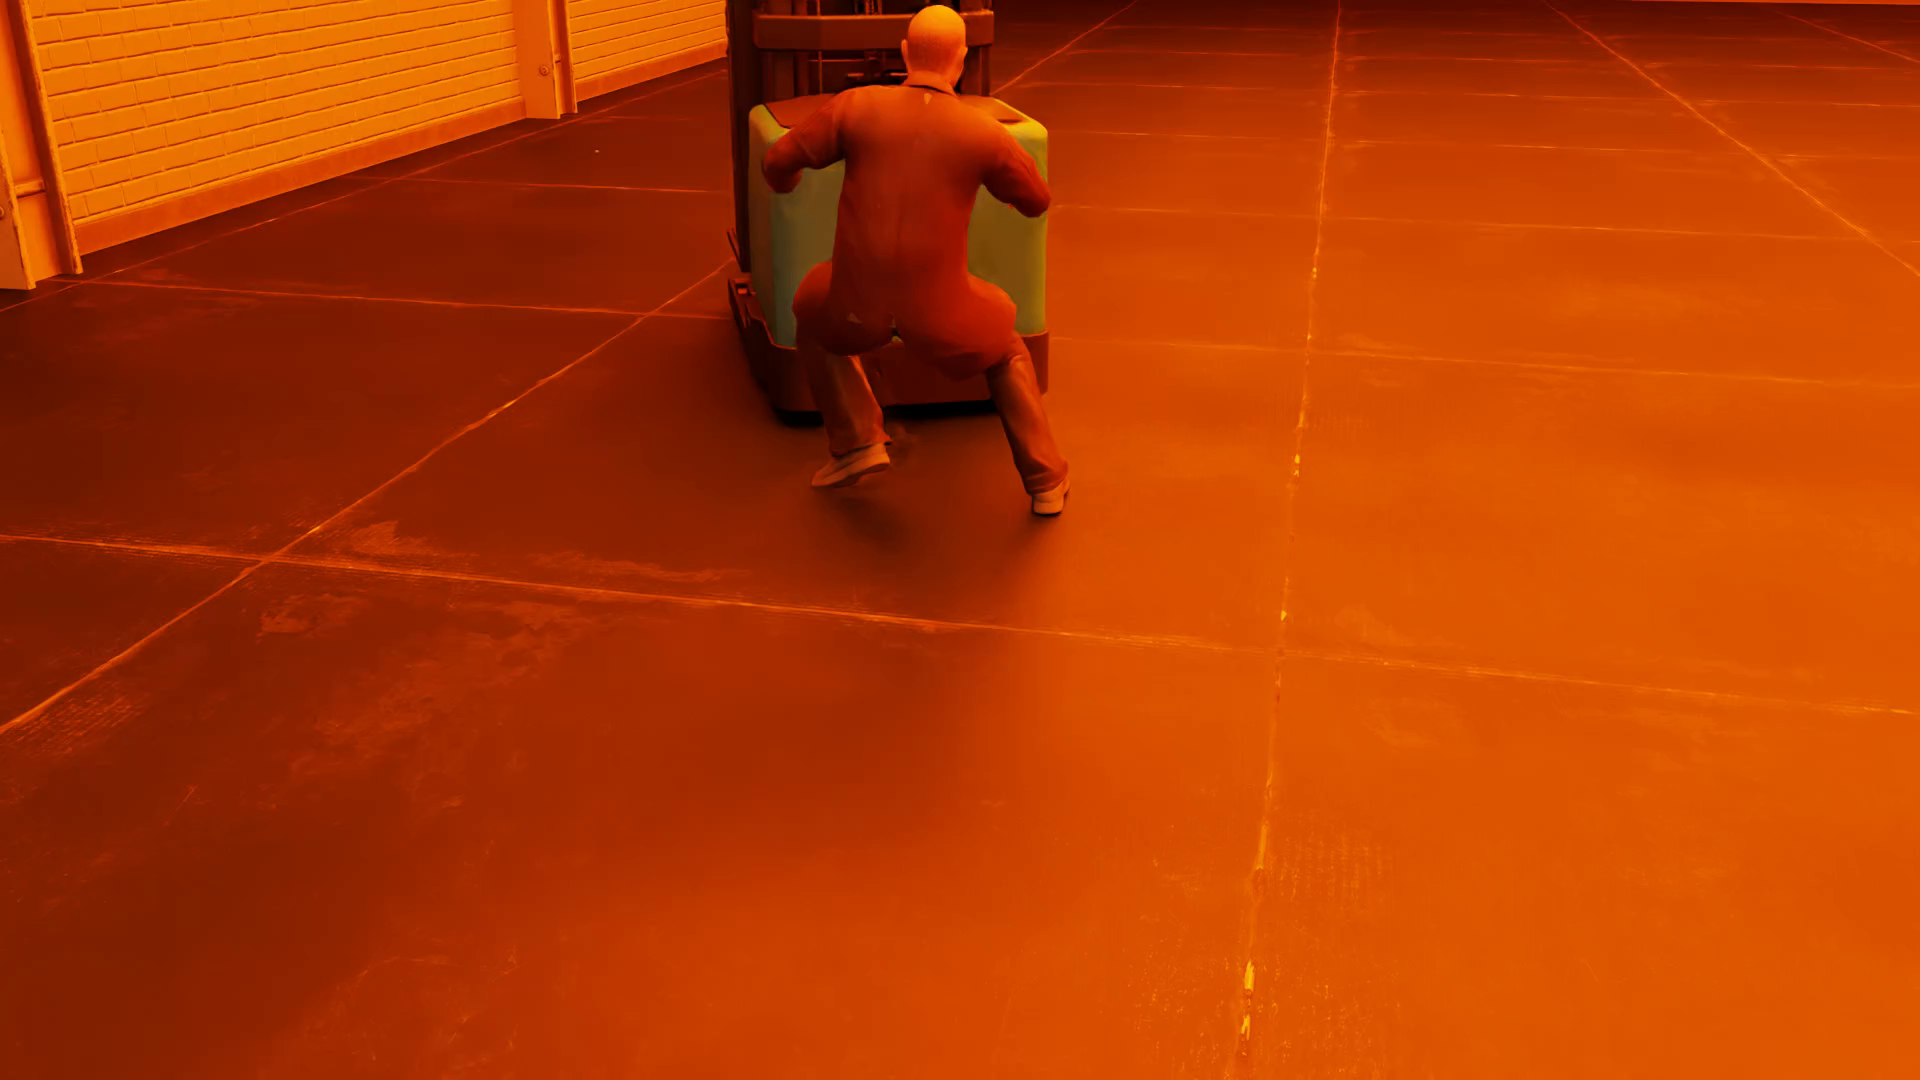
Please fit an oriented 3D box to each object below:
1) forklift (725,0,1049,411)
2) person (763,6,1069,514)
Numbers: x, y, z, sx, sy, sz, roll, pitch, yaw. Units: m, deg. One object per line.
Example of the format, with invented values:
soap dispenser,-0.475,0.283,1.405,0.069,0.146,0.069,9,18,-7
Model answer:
forklift,-0.465,-2.355,7.043,1.130,2.935,3.031,-4,23,-11
person,-0.139,-0.861,5.187,0.986,1.561,0.786,2,22,5
